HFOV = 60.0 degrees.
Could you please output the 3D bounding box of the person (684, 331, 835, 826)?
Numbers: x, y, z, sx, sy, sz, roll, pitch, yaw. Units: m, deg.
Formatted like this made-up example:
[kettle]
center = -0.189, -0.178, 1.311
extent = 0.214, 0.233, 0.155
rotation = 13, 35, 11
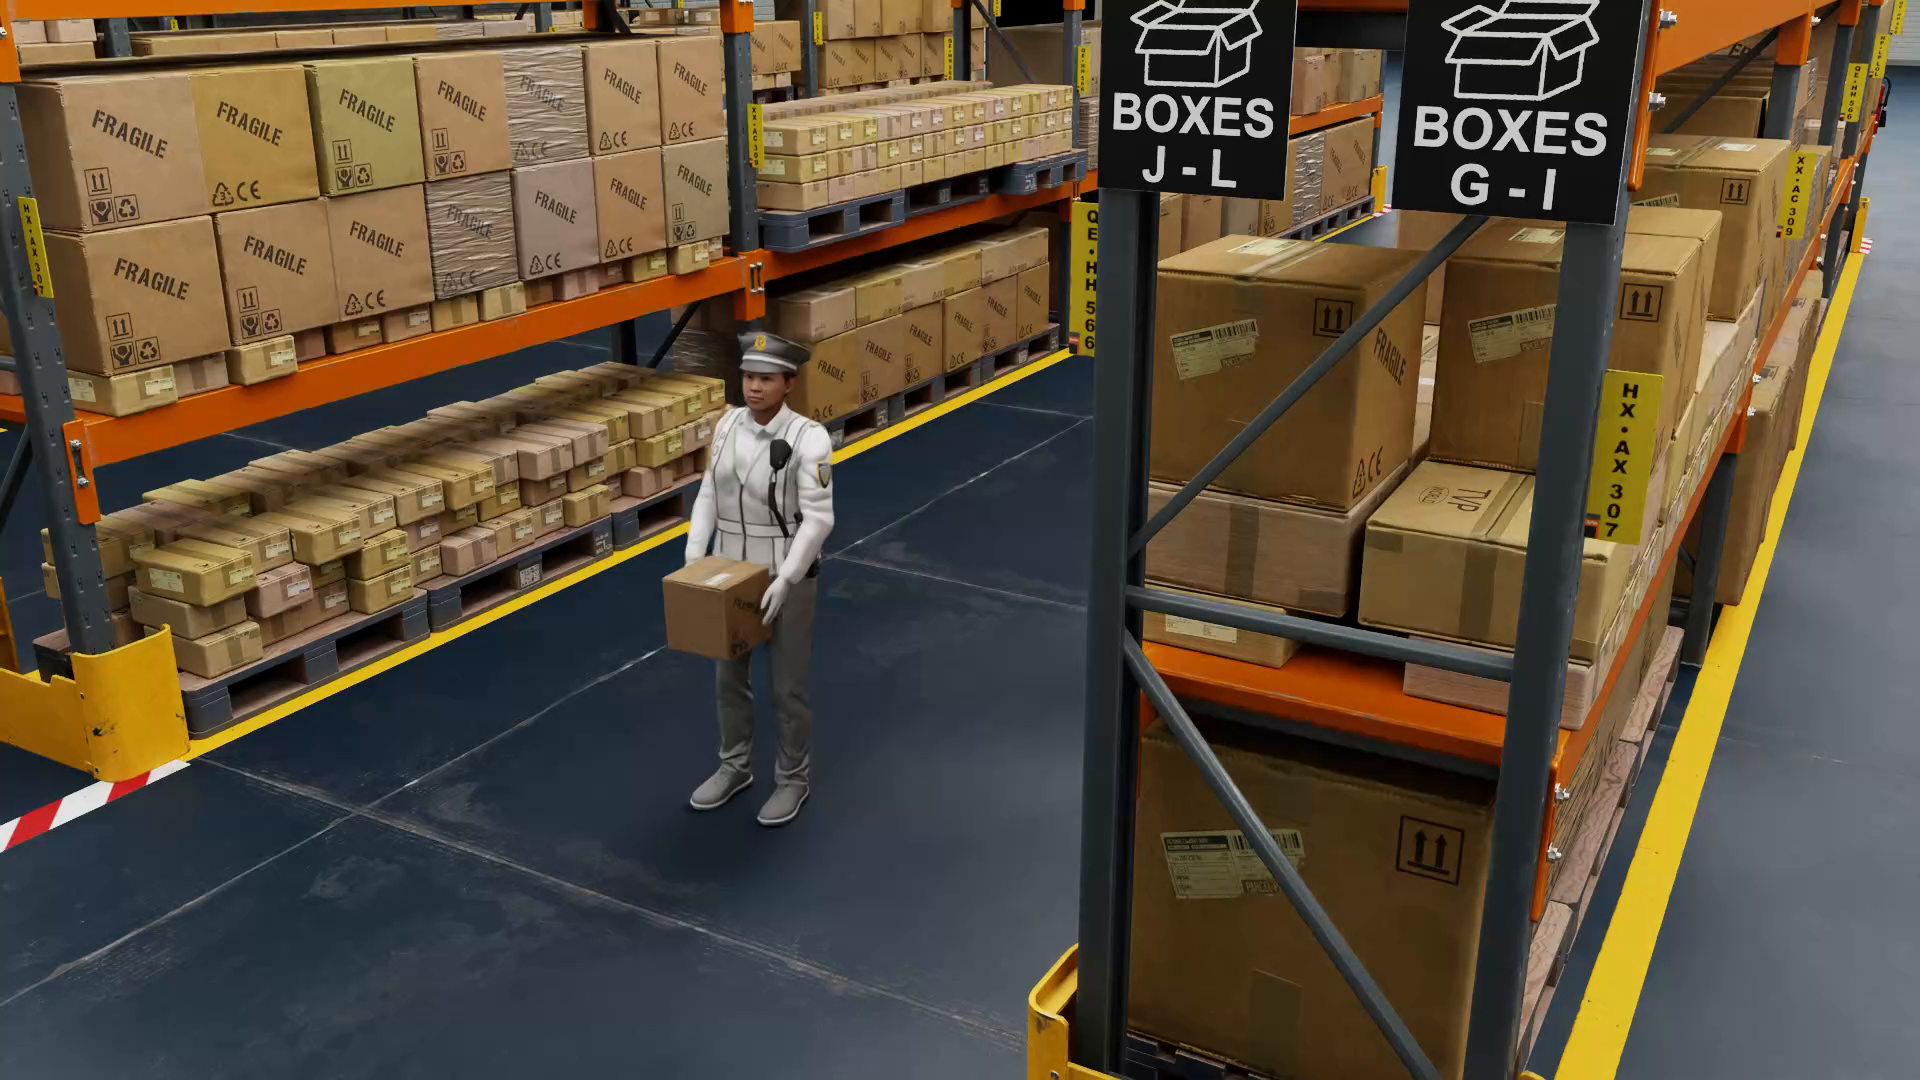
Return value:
[person]
center = -0.674, 0.132, 5.644
extent = 0.520, 1.700, 0.472
rotation = 9, 22, 24
